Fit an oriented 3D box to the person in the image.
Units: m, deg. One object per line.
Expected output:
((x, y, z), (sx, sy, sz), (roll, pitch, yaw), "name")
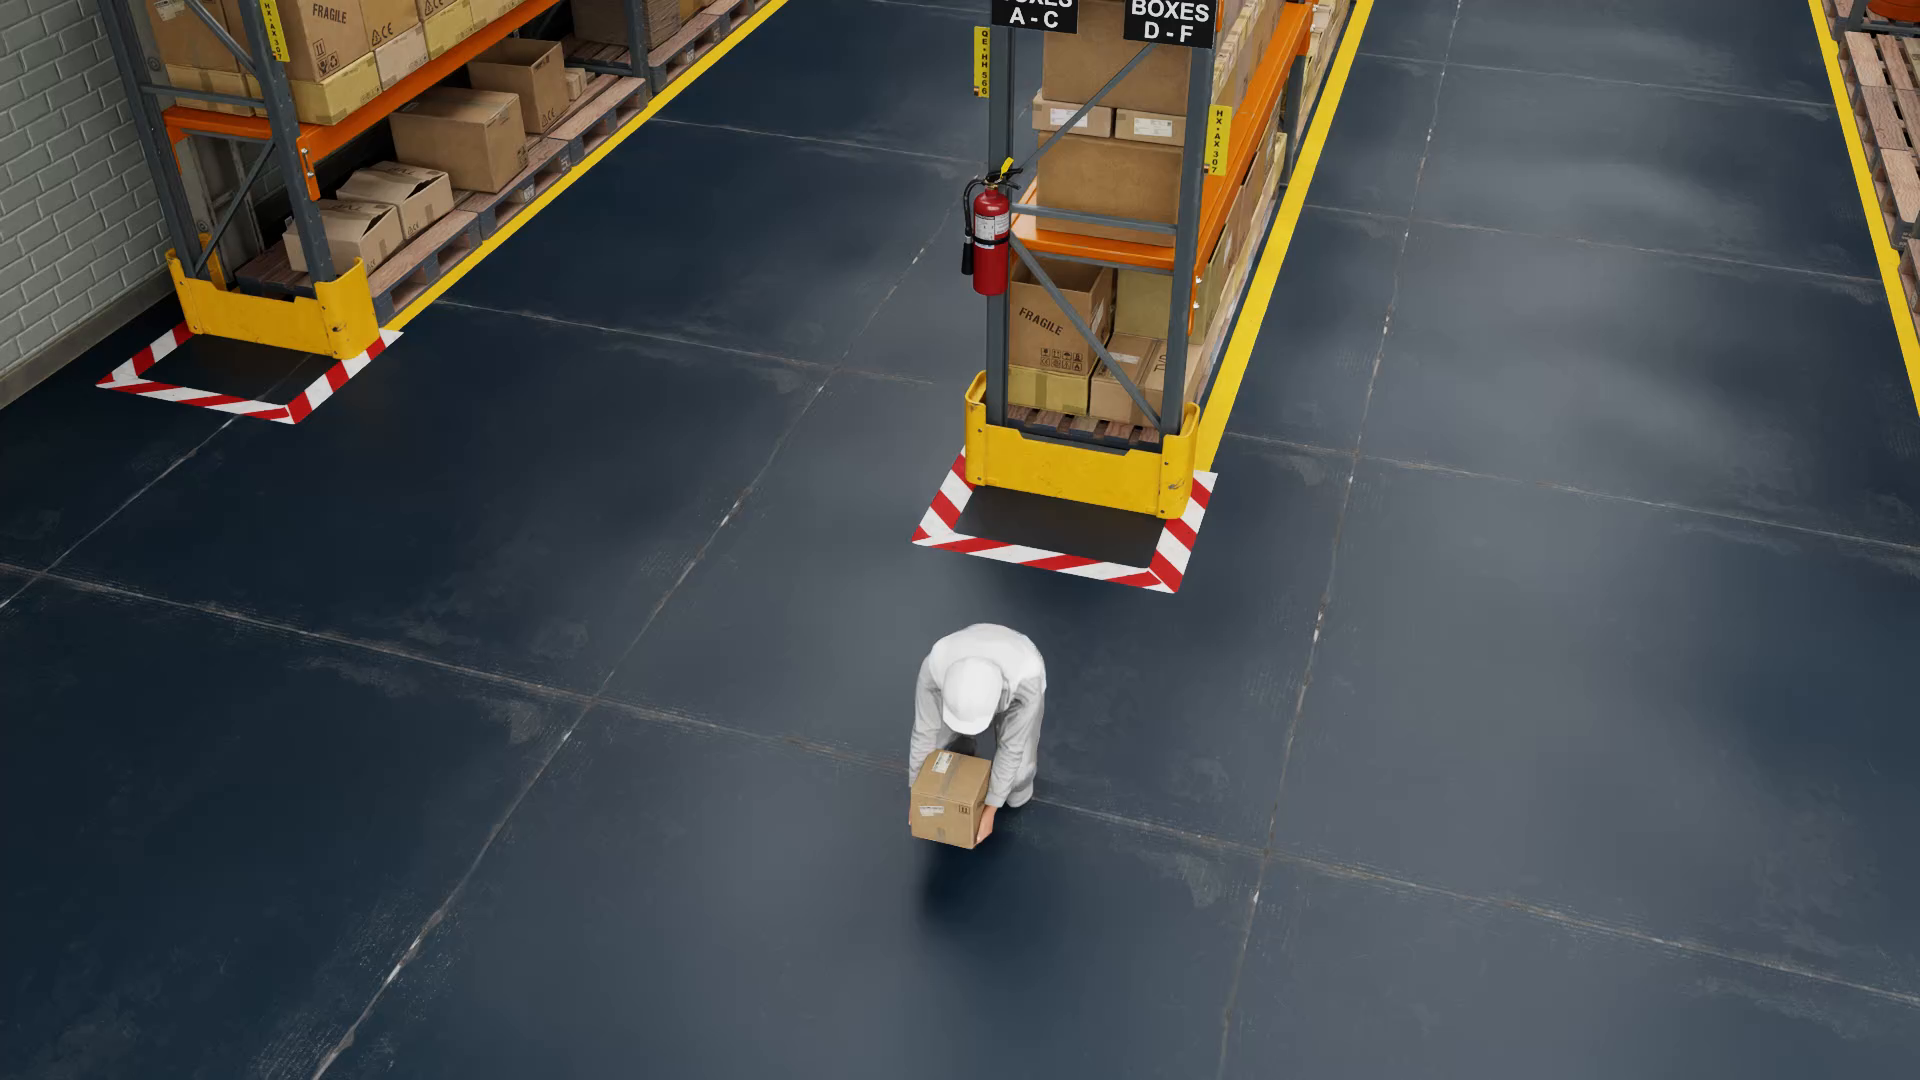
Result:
((0.086, 0.678, 6.611), (0.511, 1.013, 0.875), (10, 38, 13), "person")
